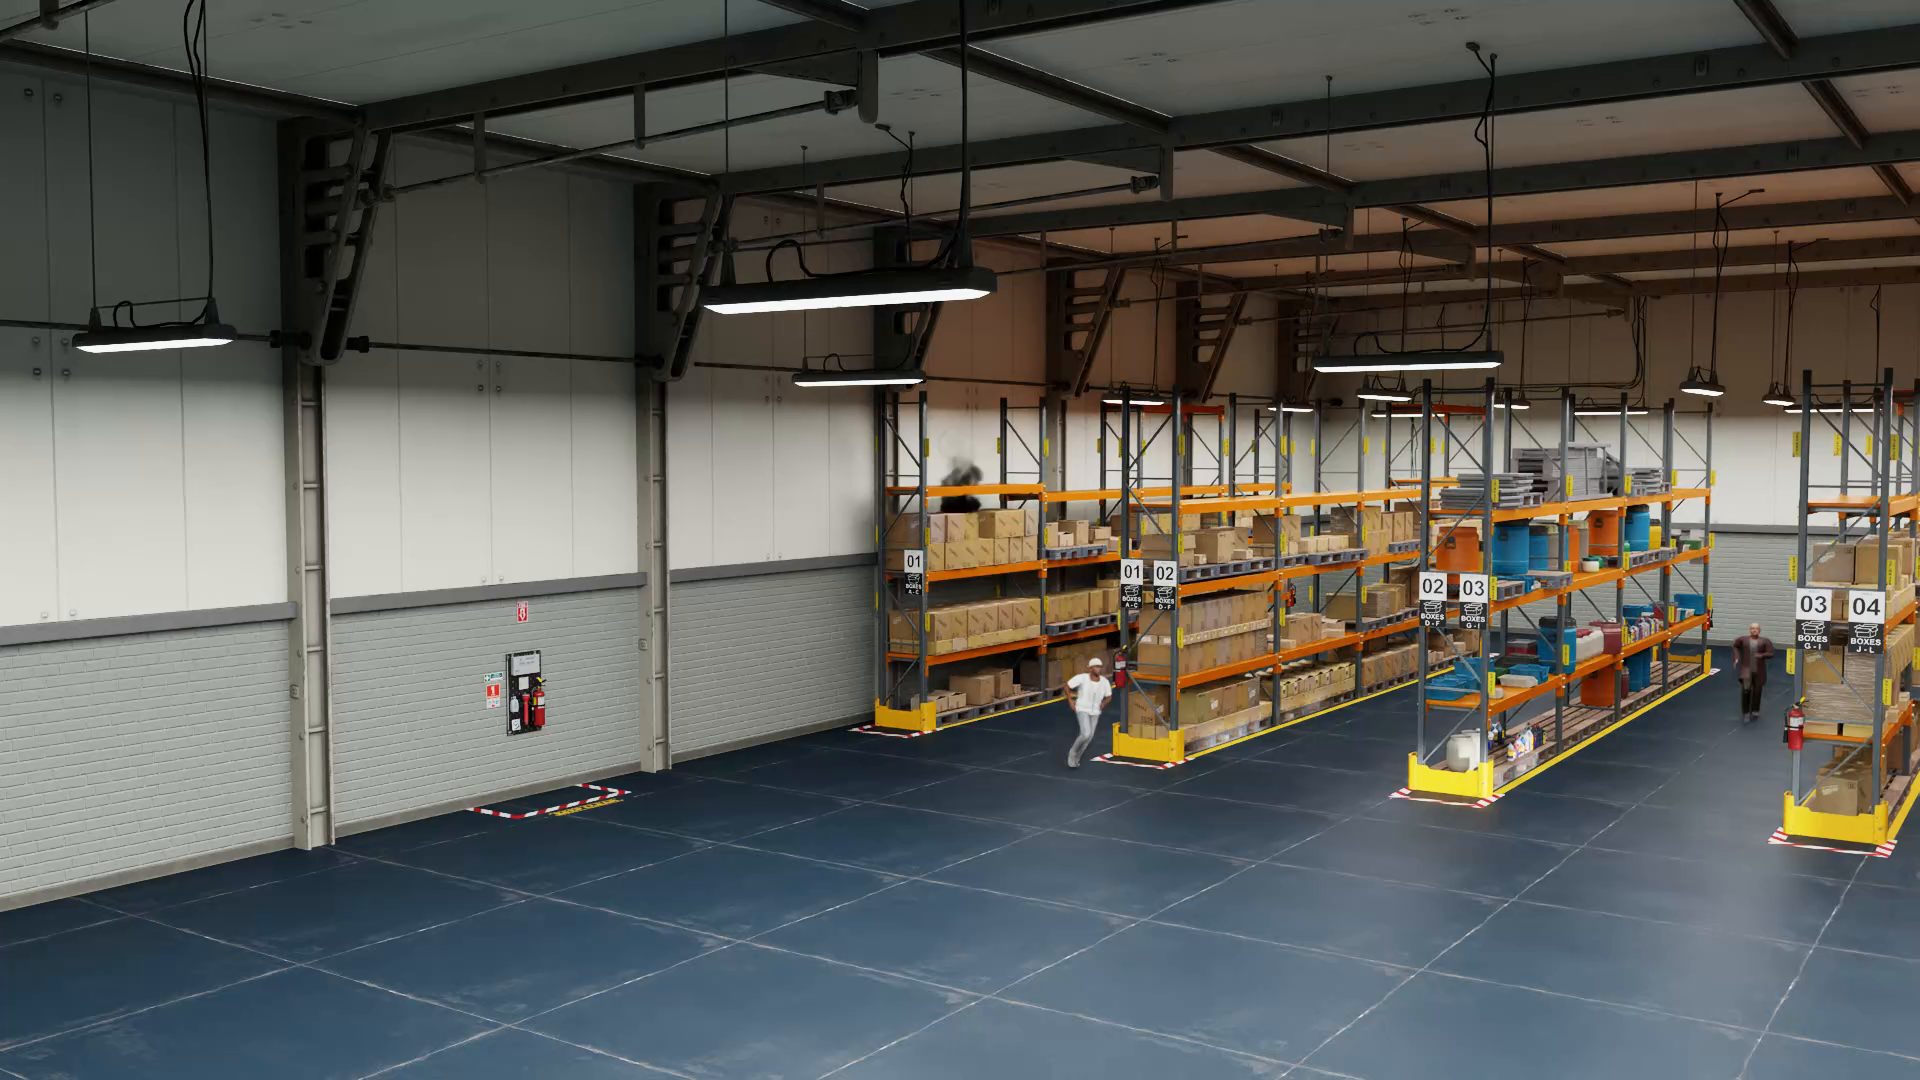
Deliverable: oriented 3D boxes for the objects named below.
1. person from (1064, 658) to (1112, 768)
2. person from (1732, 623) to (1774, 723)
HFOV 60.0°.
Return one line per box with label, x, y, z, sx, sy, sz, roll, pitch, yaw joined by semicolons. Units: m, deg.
person;2.029;2.693;25.950;0.717;1.708;0.618;-1;3;-24
person;14.513;2.431;30.443;0.669;1.846;0.828;1;3;22
